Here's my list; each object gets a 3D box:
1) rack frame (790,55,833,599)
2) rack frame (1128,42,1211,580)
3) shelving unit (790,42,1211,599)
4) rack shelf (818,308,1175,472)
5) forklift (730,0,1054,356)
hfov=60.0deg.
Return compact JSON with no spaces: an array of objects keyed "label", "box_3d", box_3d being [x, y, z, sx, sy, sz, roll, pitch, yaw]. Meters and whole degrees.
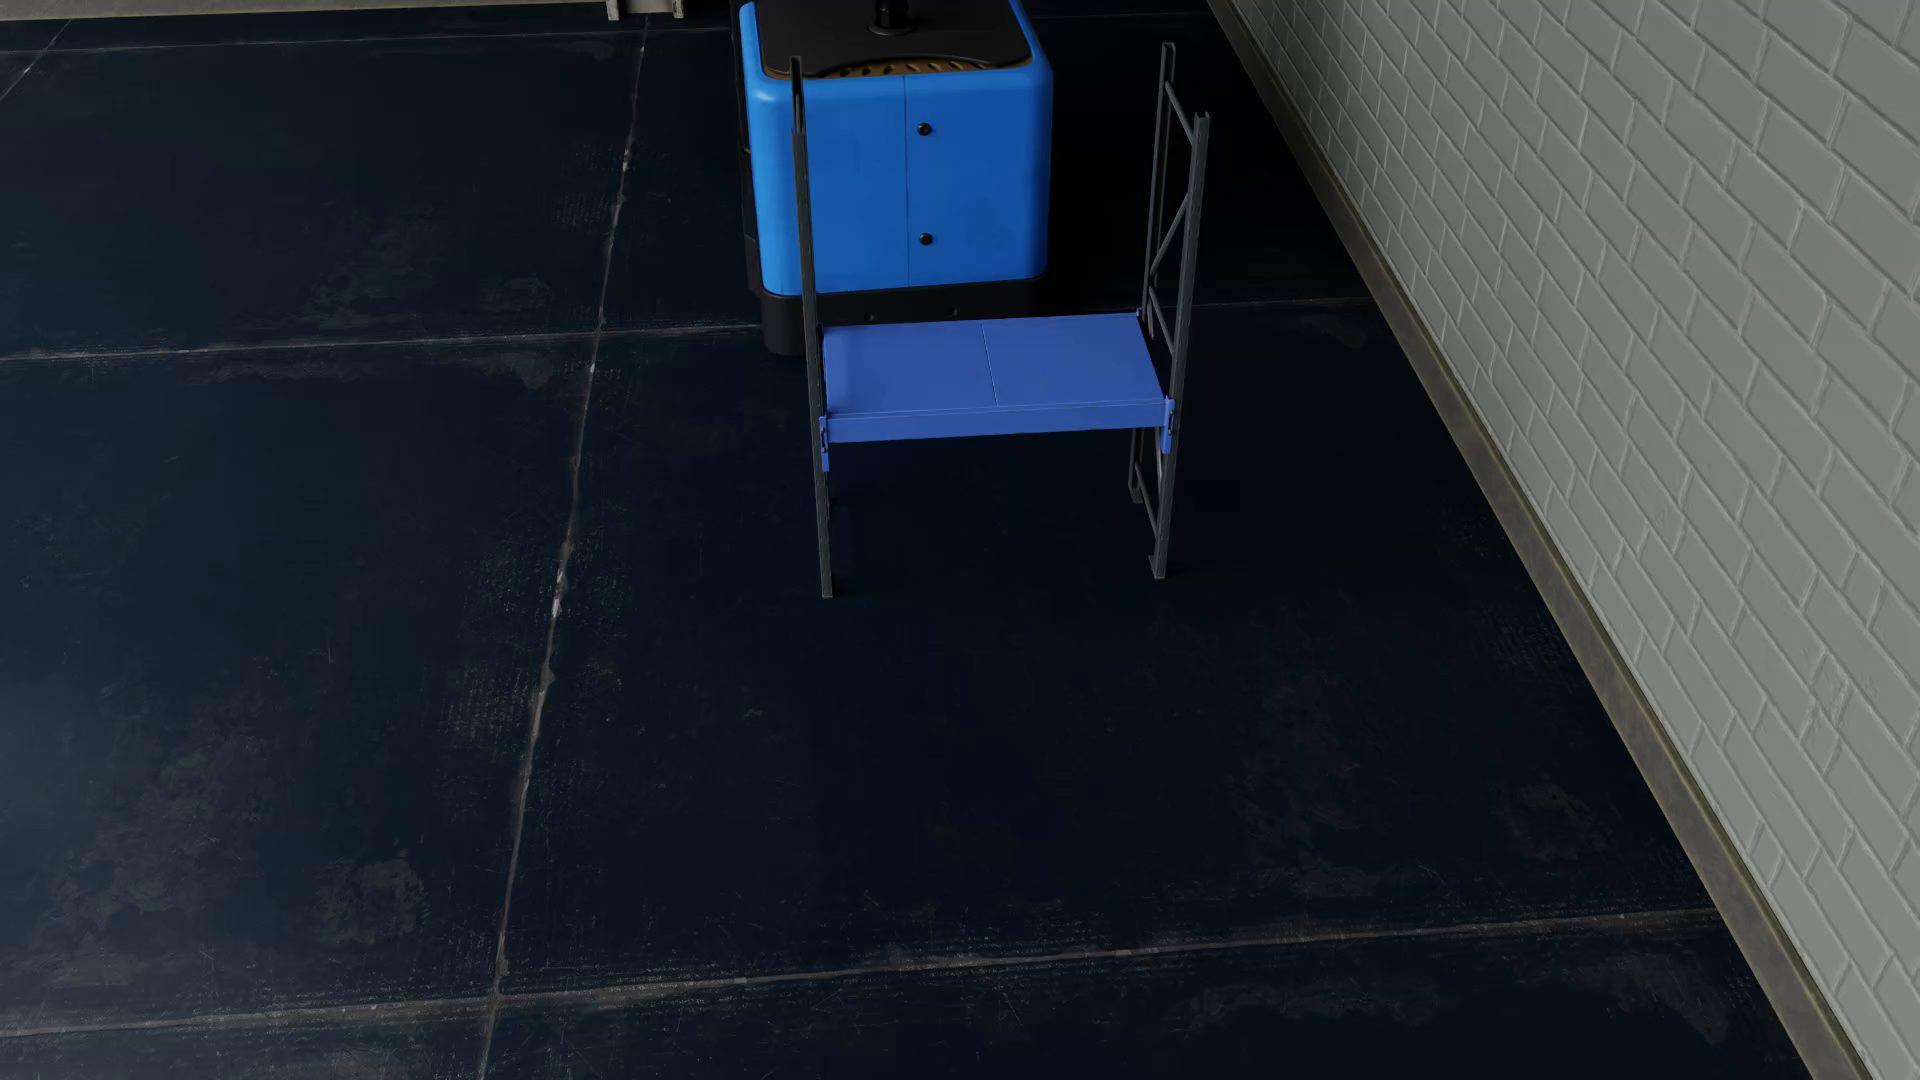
[{"label":"rack frame","box_3d":[-0.421,-0.566,4.756,0.032,1.500,0.500,-3,38,-4]},{"label":"rack frame","box_3d":[0.591,-0.621,4.827,0.032,1.500,0.500,-3,38,-4]},{"label":"shelving unit","box_3d":[0.085,-0.593,4.791,1.048,1.500,0.538,-3,38,-4]},{"label":"rack shelf","box_3d":[0.085,-0.452,4.903,1.000,0.185,0.538,-3,38,-4]},{"label":"forklift","box_3d":[-0.390,-2.720,6.331,1.130,2.935,3.031,-5,39,-6]}]
